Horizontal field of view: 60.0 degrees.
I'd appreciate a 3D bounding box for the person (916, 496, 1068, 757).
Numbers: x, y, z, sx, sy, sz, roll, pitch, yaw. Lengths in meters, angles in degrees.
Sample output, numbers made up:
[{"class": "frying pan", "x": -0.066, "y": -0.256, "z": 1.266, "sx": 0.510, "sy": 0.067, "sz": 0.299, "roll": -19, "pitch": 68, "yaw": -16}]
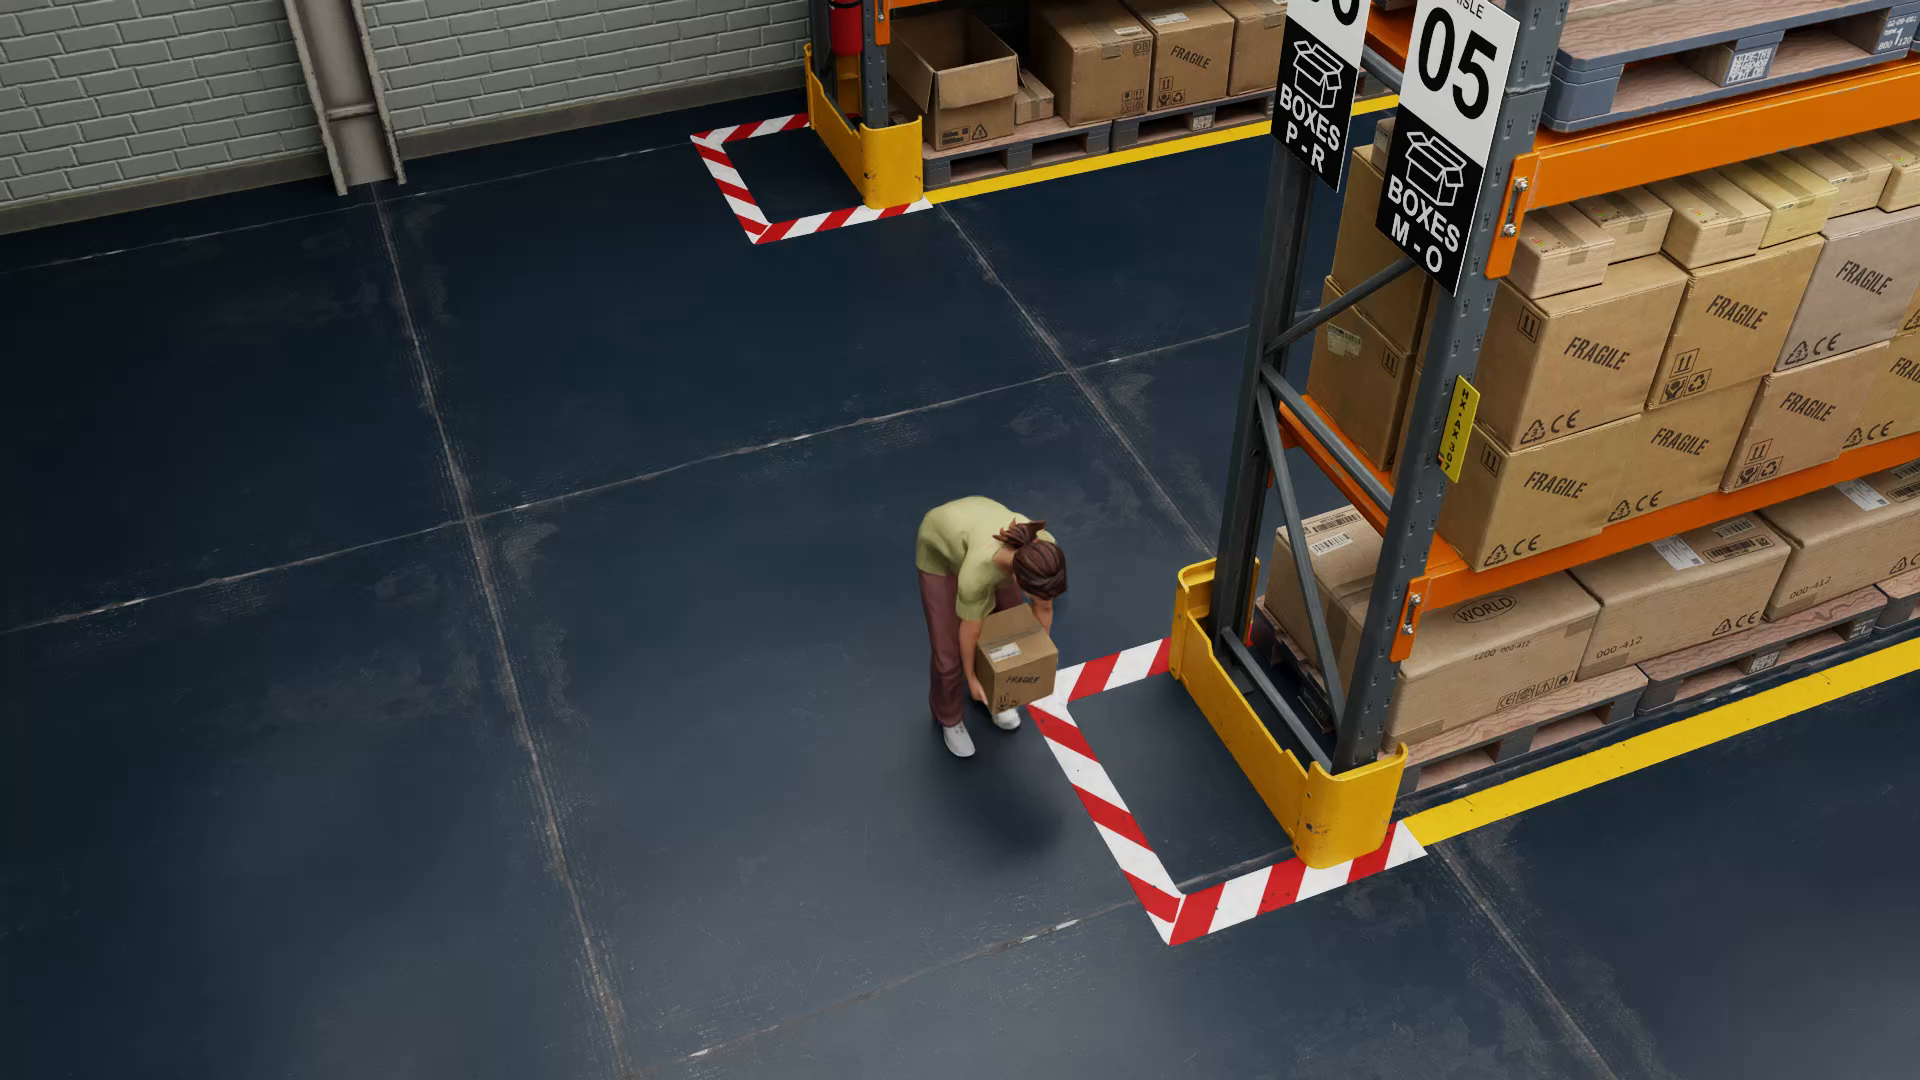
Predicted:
[{"class": "person", "x": 0.133, "y": 0.335, "z": 6.064, "sx": 0.402, "sy": 1.310, "sz": 0.813, "roll": -19, "pitch": 45, "yaw": -20}]
